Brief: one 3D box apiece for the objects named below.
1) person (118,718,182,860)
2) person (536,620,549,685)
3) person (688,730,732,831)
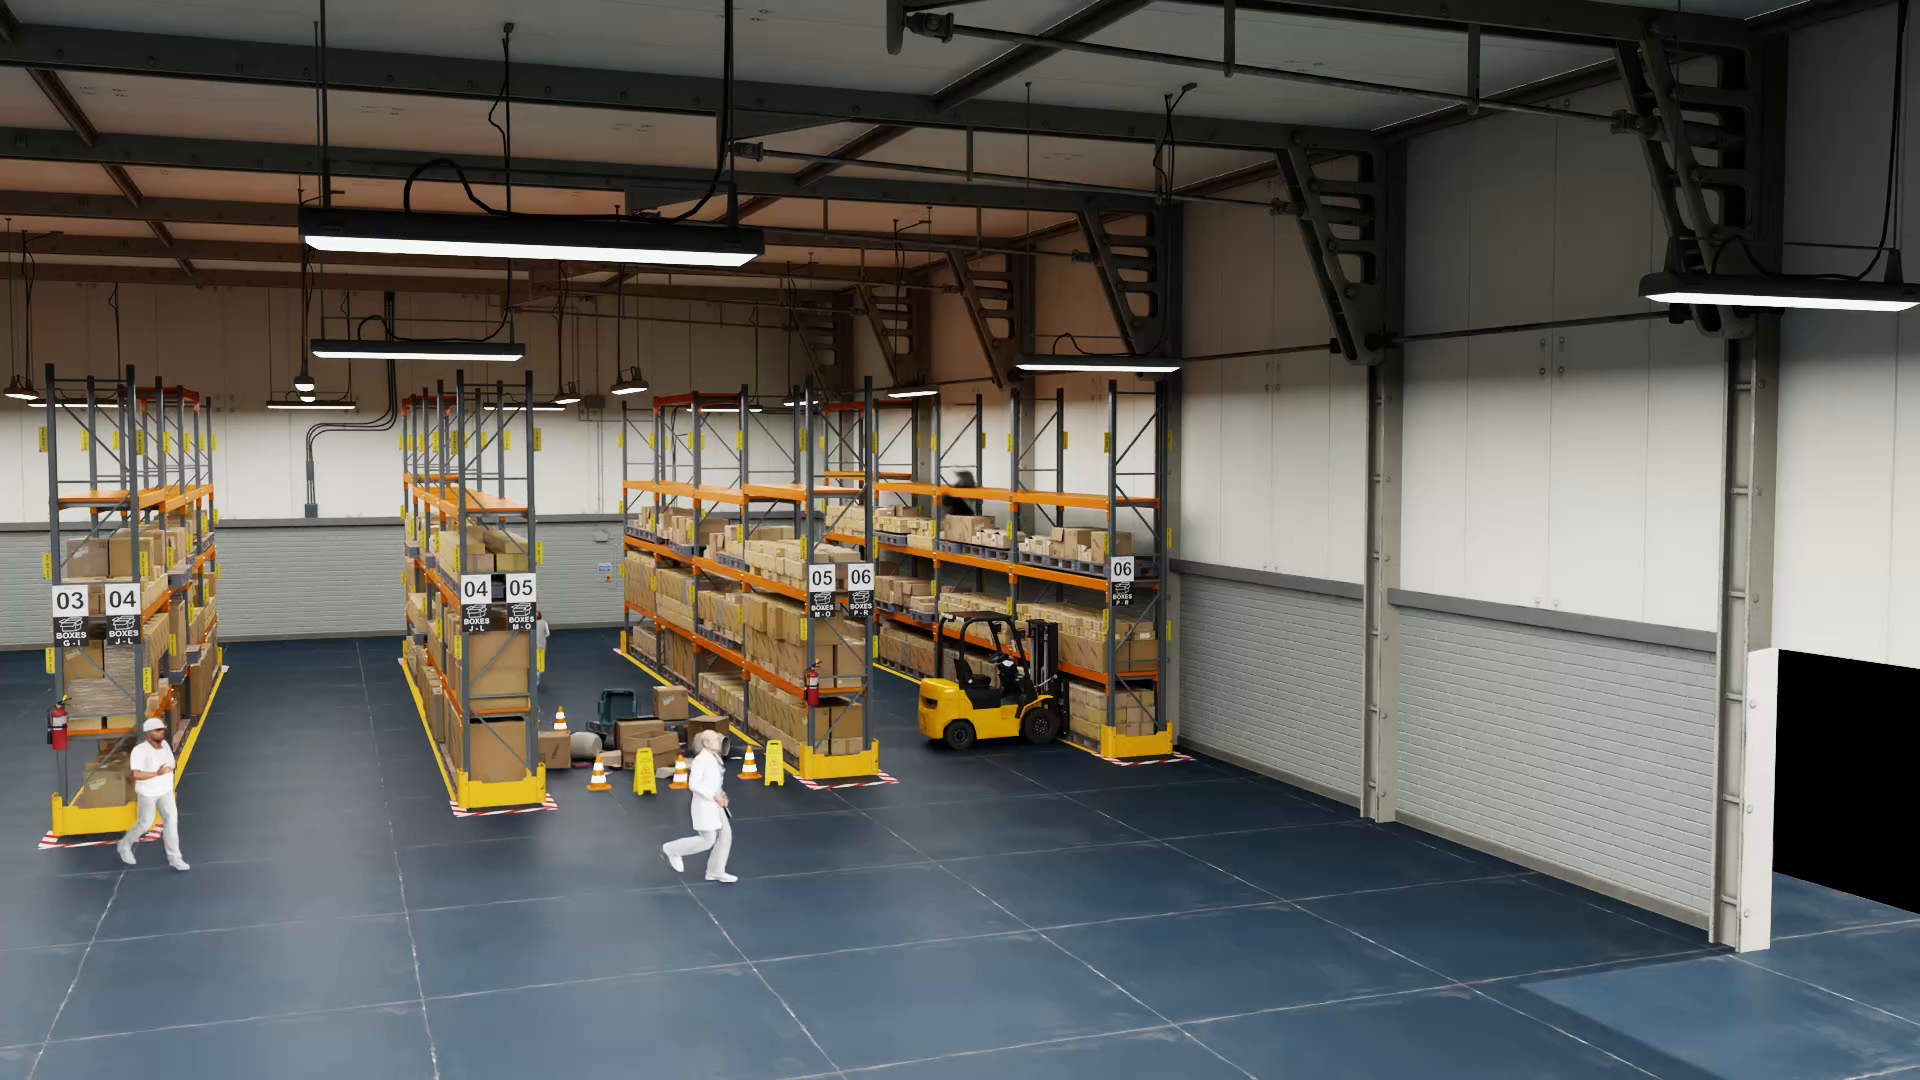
[{"bbox_3d":[-9.451,2.908,19.418,0.868,1.678,0.695,1,4,19],"label":"person"},{"bbox_3d":[-8.779,2.332,34.510,0.518,1.330,0.504,-1,3,-17],"label":"person"},{"bbox_3d":[-2.788,2.723,18.913,0.506,1.132,0.698,1,3,13],"label":"person"}]
